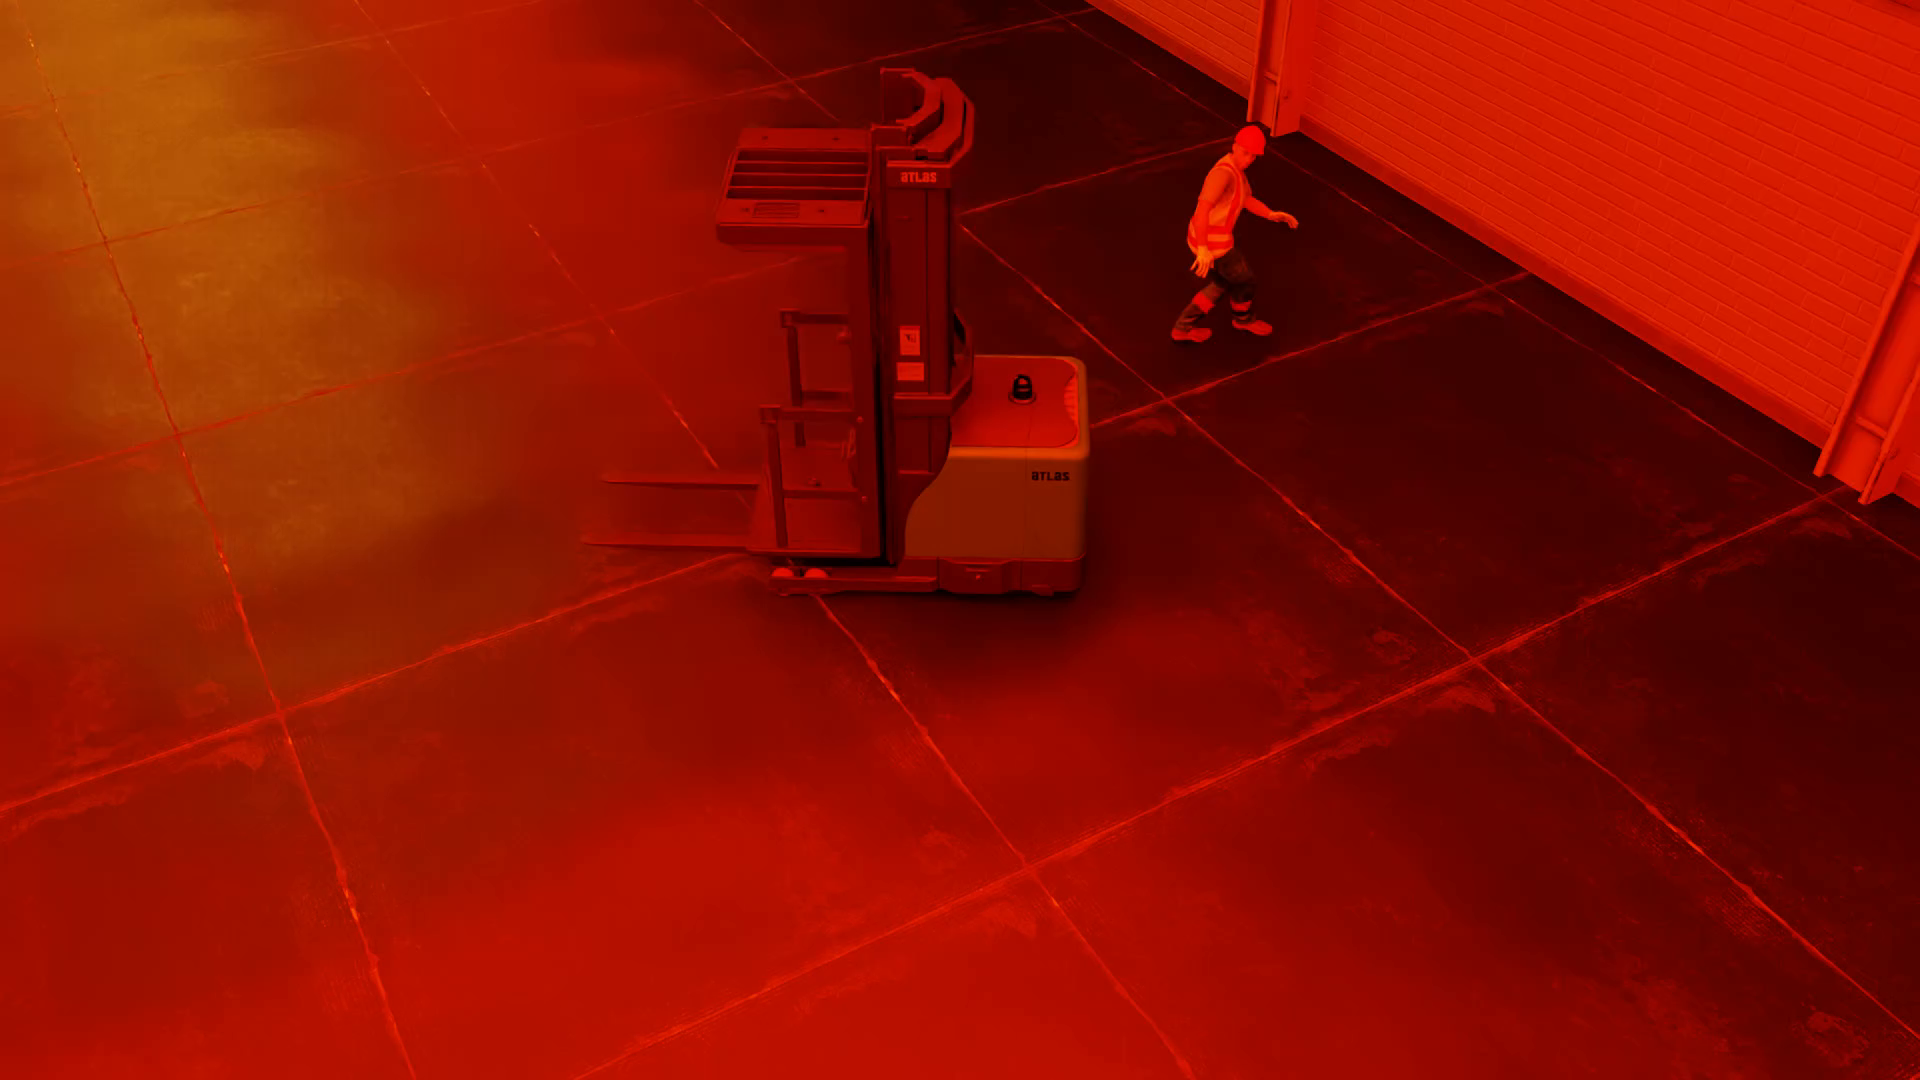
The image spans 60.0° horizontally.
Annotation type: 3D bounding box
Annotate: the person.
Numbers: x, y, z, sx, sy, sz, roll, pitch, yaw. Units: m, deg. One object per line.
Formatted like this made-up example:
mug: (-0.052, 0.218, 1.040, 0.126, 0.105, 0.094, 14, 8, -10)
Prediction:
person: (1.938, -2.038, 11.522, 0.817, 1.637, 0.803, 0, 40, 0)

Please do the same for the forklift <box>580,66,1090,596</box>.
forklift: (-0.759, -1.129, 9.398, 3.031, 2.935, 1.130, 1, 40, 1)
